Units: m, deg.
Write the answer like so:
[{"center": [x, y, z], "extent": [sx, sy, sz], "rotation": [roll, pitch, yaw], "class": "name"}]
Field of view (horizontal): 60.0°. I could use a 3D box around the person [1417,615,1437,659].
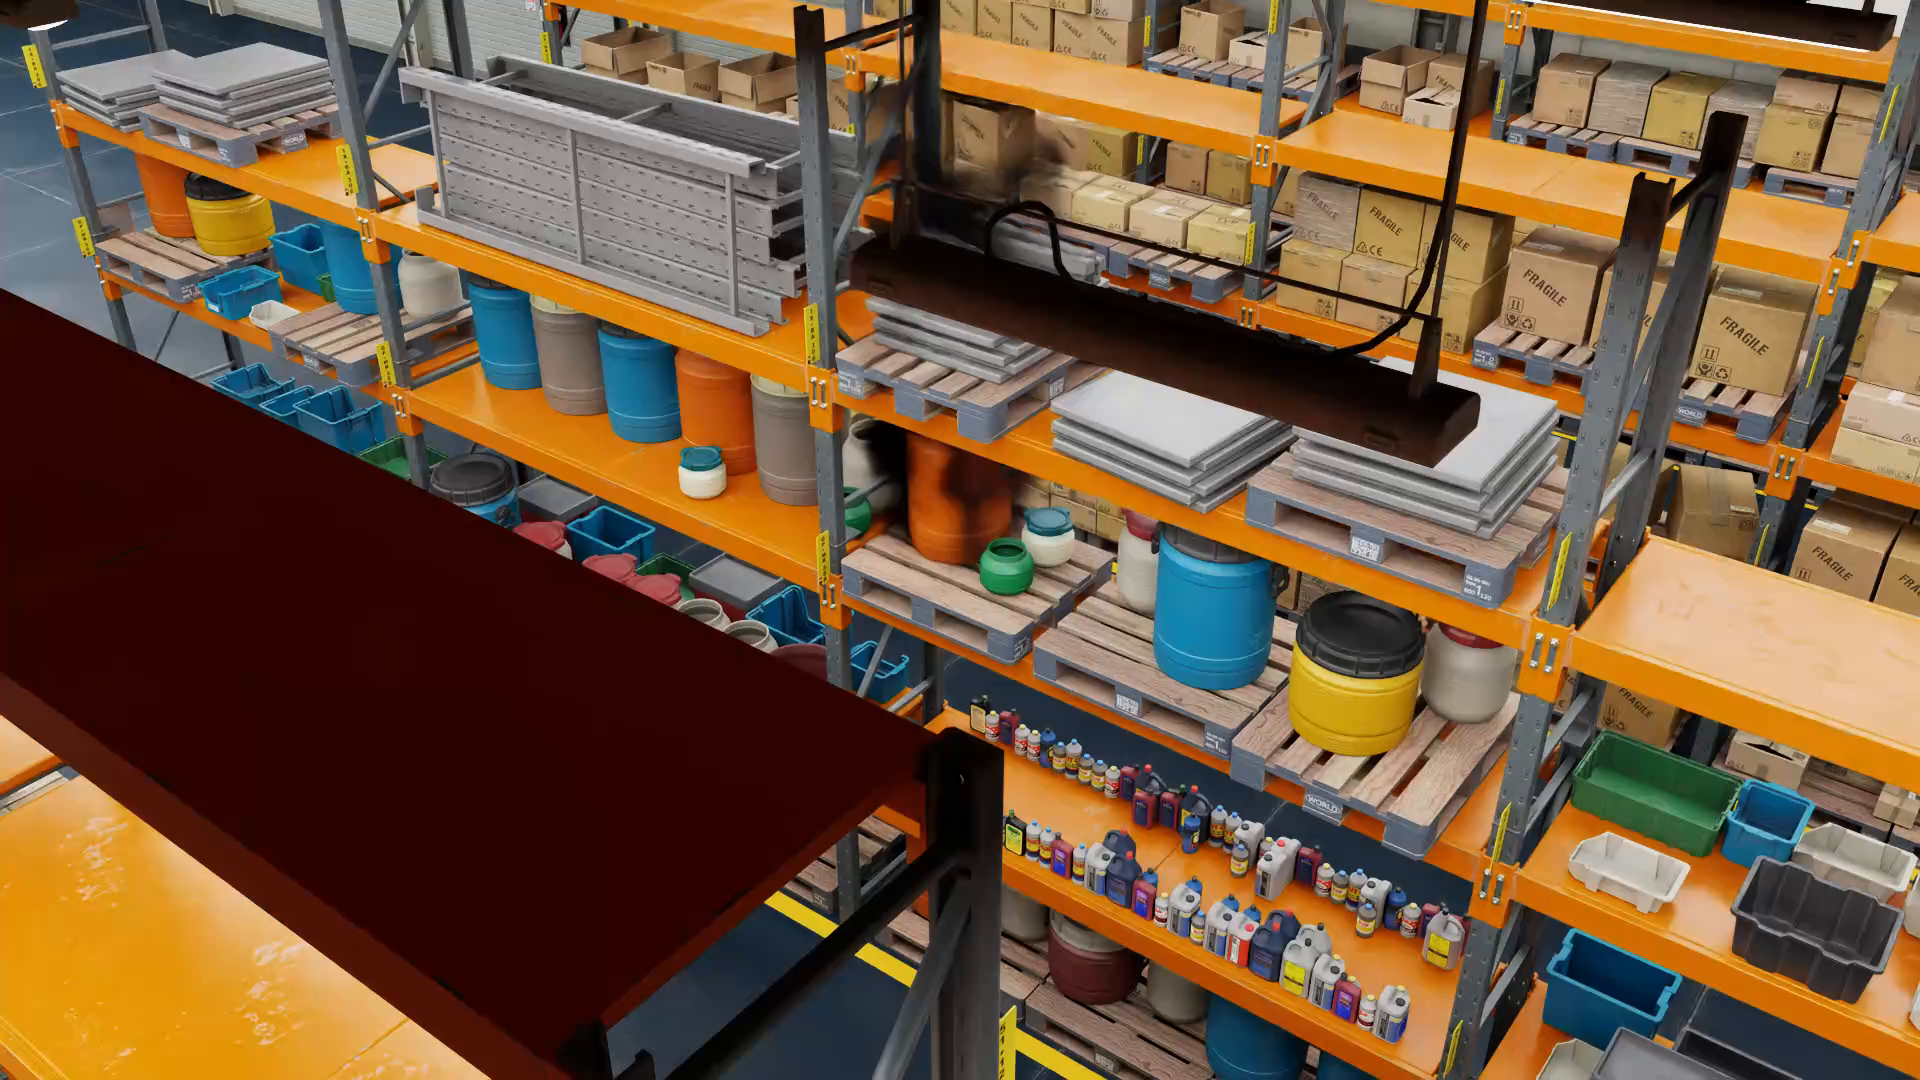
[{"center": [3.124, 1.189, 11.233], "extent": [0.627, 1.780, 0.576], "rotation": [15, 34, 22], "class": "person"}]
